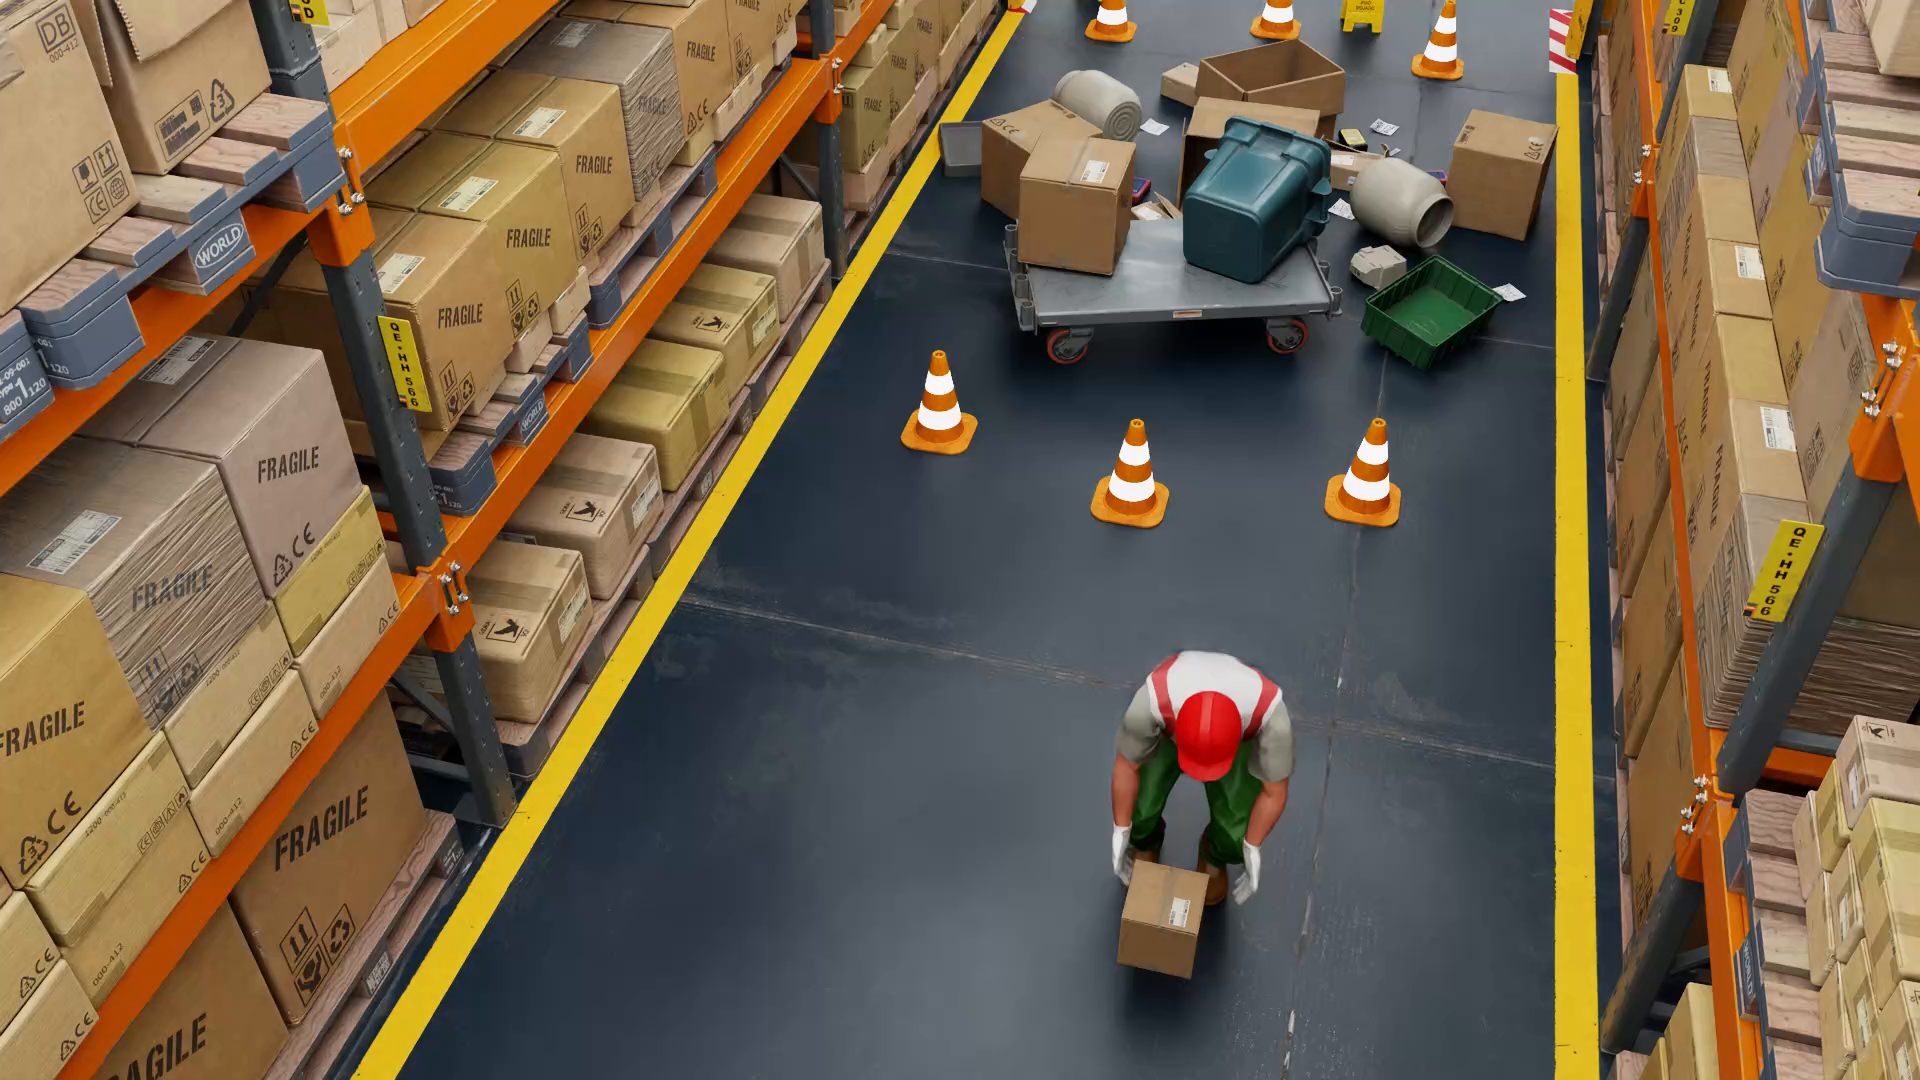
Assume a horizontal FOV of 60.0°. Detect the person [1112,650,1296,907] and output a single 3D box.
[{"bbox_3d":[0.829,0.814,5.687,0.586,1.145,0.767,10,42,11],"label":"person"}]
